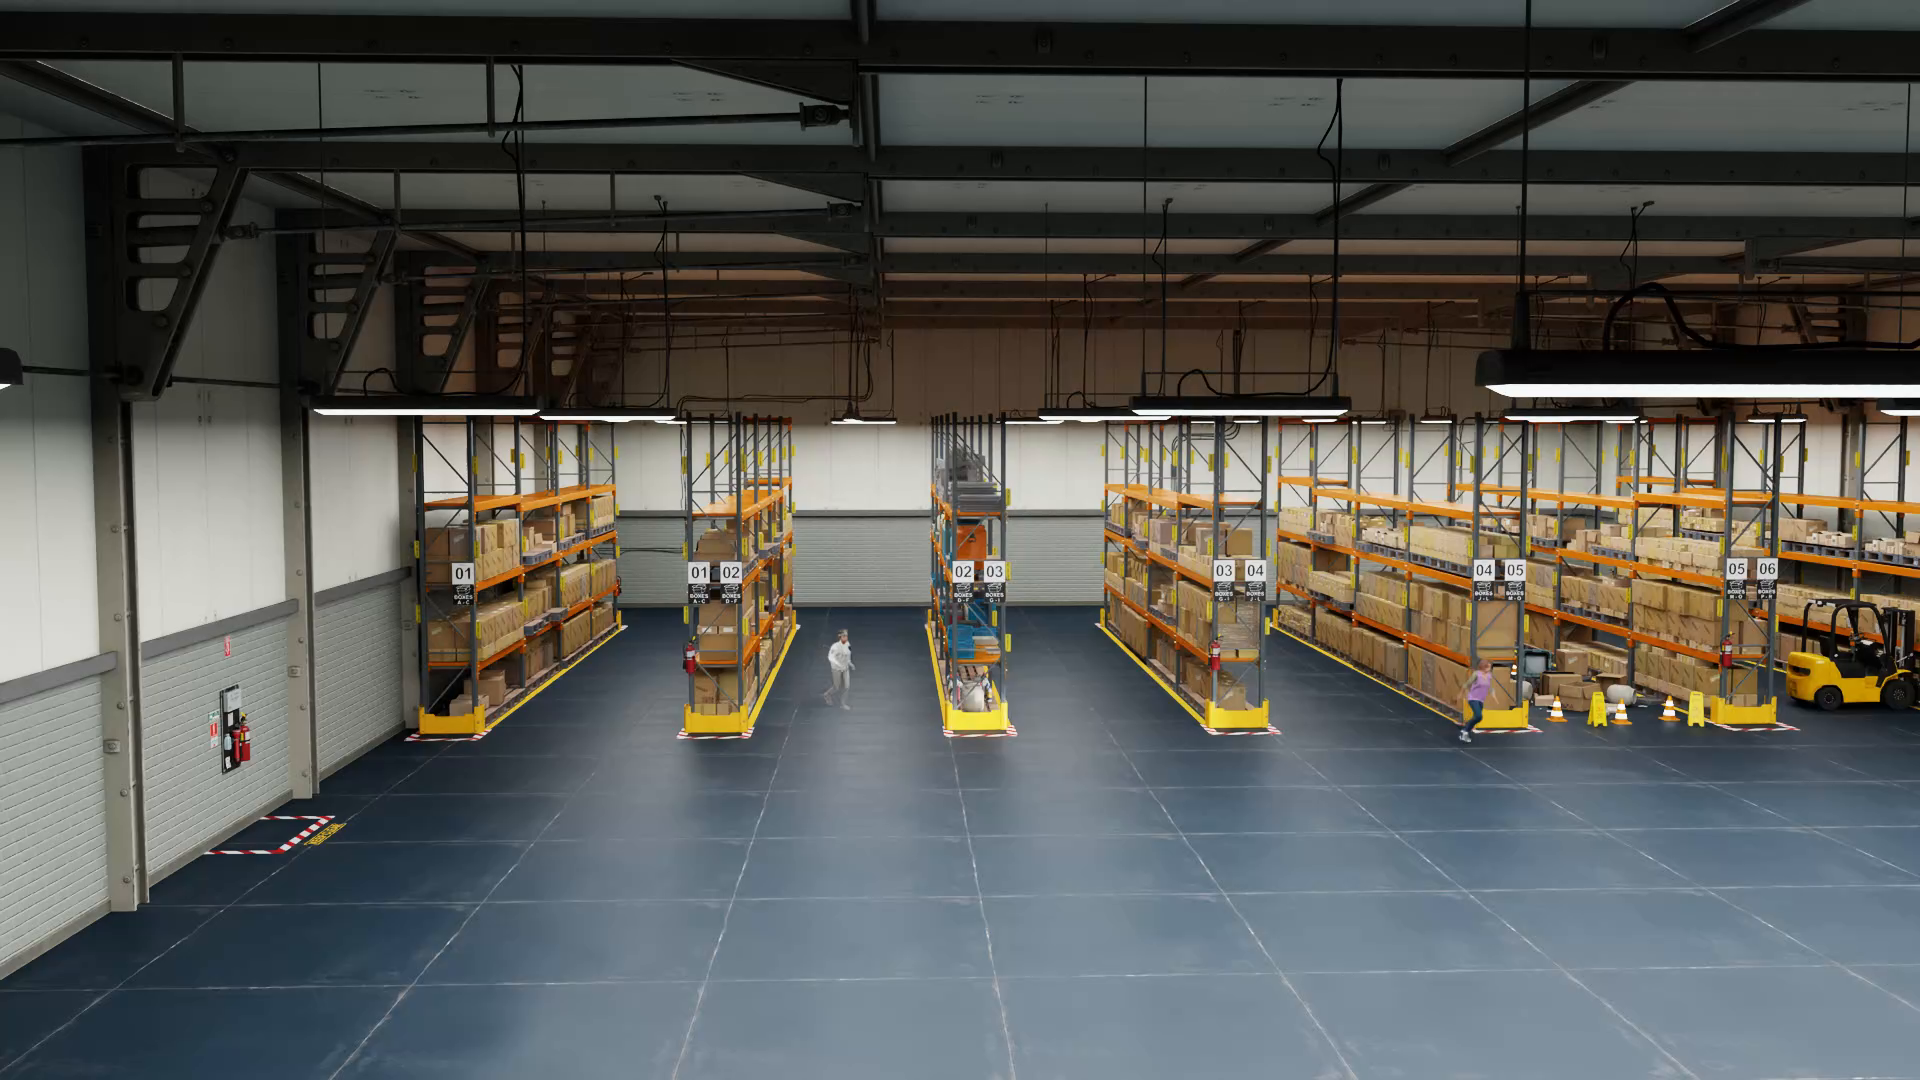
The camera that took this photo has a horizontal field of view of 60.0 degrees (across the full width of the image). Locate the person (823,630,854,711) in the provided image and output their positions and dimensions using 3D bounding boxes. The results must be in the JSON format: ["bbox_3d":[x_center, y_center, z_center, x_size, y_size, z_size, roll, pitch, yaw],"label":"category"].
[{"bbox_3d":[-2.468,2.613,33.739,0.614,1.650,0.739,-3,5,-39],"label":"person"}]

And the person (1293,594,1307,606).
[{"bbox_3d":[10.314,1.427,49.914,0.810,1.840,0.666,-3,5,-41],"label":"person"}]

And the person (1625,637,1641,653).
[{"bbox_3d":[16.496,2.215,40.805,0.645,1.488,0.765,-2,4,-23],"label":"person"}]

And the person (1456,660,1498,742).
[{"bbox_3d":[9.355,2.910,30.025,0.518,1.538,0.697,-2,5,-31],"label":"person"}]
